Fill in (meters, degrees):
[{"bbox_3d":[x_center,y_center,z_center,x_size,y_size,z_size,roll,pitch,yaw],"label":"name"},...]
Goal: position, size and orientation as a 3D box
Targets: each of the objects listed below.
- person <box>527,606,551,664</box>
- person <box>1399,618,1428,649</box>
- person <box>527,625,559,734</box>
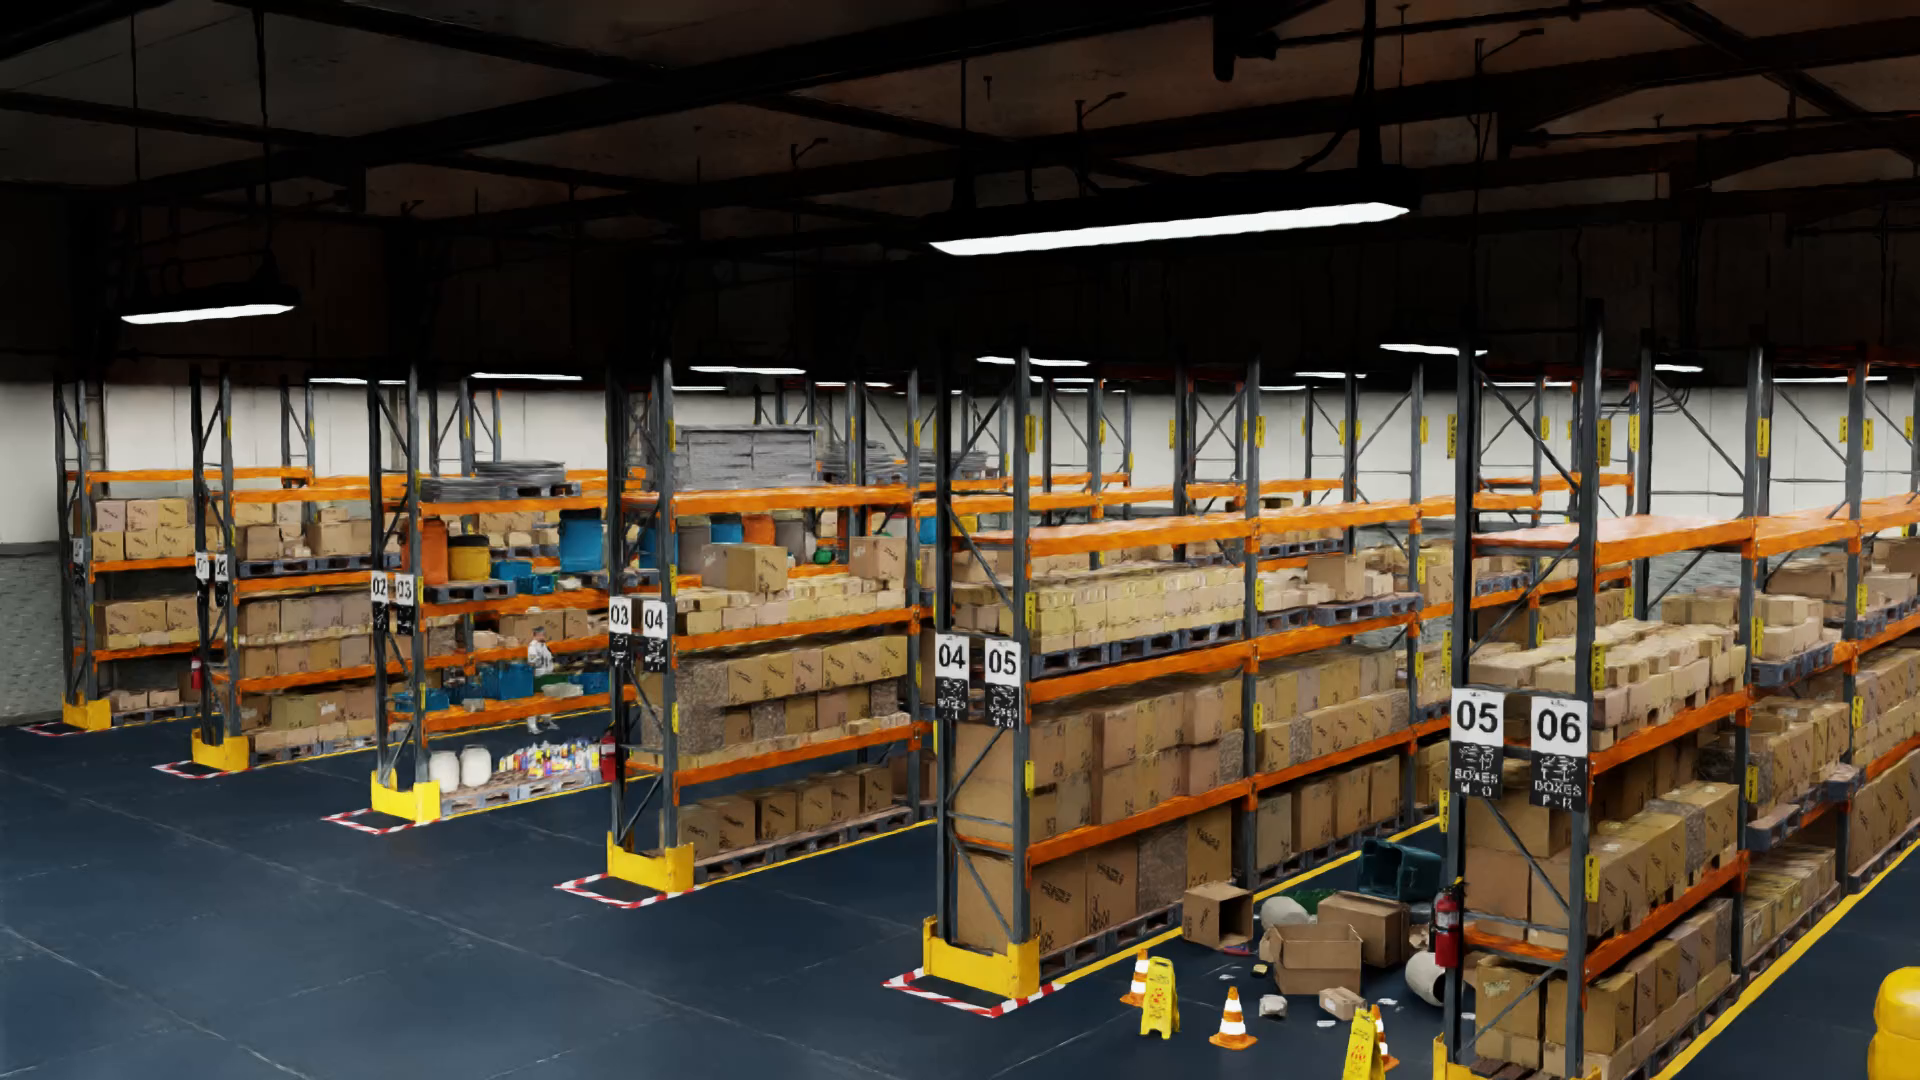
[{"bbox_3d":[-7.877,2.067,31.105,0.677,1.725,0.572,3,5,38],"label":"person"},{"bbox_3d":[9.347,1.881,34.253,0.642,1.610,0.800,2,4,22],"label":"person"},{"bbox_3d":[-6.913,2.292,27.495,0.475,1.762,0.595,1,4,9],"label":"person"}]
